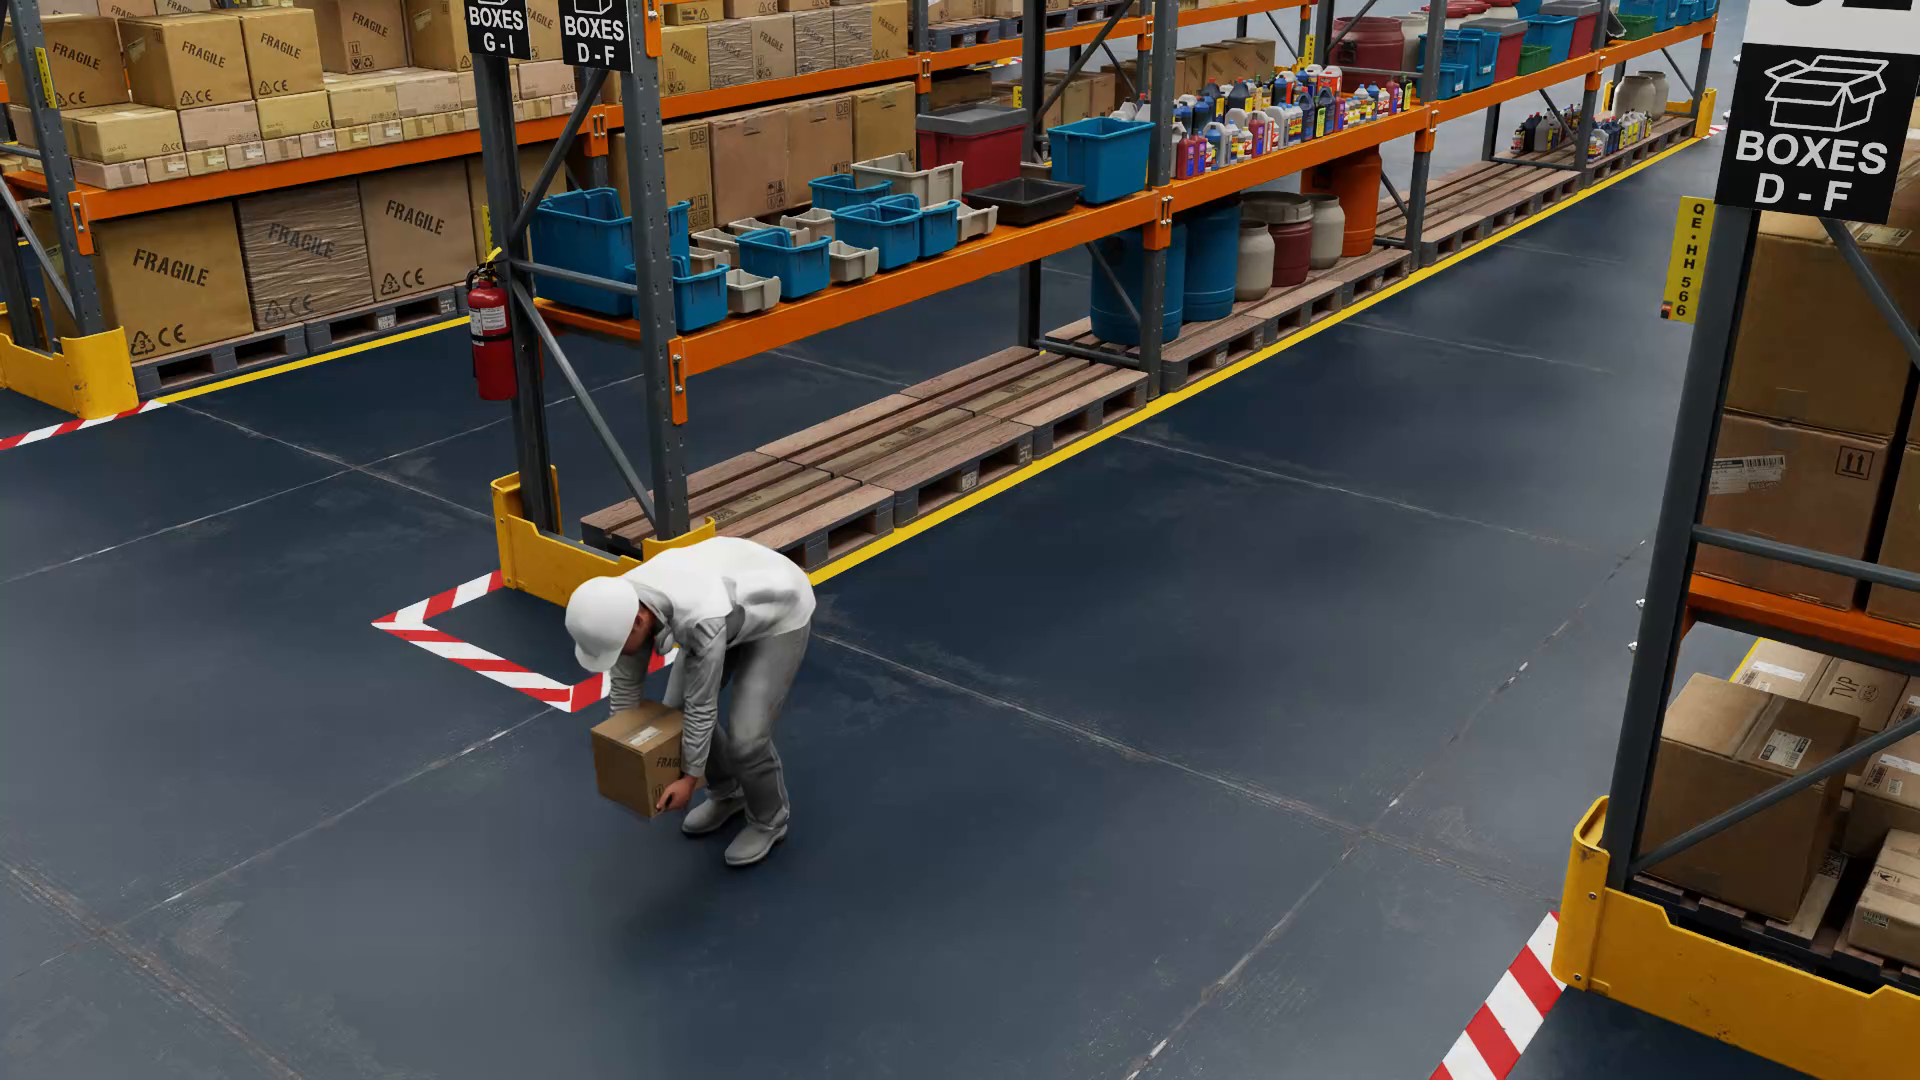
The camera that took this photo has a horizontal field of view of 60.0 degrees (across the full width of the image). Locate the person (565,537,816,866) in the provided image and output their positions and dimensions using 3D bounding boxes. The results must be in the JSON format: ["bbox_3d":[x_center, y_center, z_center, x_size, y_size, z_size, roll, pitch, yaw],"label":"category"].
[{"bbox_3d":[-0.882,0.548,5.516,0.485,1.204,0.980,15,28,31],"label":"person"}]
